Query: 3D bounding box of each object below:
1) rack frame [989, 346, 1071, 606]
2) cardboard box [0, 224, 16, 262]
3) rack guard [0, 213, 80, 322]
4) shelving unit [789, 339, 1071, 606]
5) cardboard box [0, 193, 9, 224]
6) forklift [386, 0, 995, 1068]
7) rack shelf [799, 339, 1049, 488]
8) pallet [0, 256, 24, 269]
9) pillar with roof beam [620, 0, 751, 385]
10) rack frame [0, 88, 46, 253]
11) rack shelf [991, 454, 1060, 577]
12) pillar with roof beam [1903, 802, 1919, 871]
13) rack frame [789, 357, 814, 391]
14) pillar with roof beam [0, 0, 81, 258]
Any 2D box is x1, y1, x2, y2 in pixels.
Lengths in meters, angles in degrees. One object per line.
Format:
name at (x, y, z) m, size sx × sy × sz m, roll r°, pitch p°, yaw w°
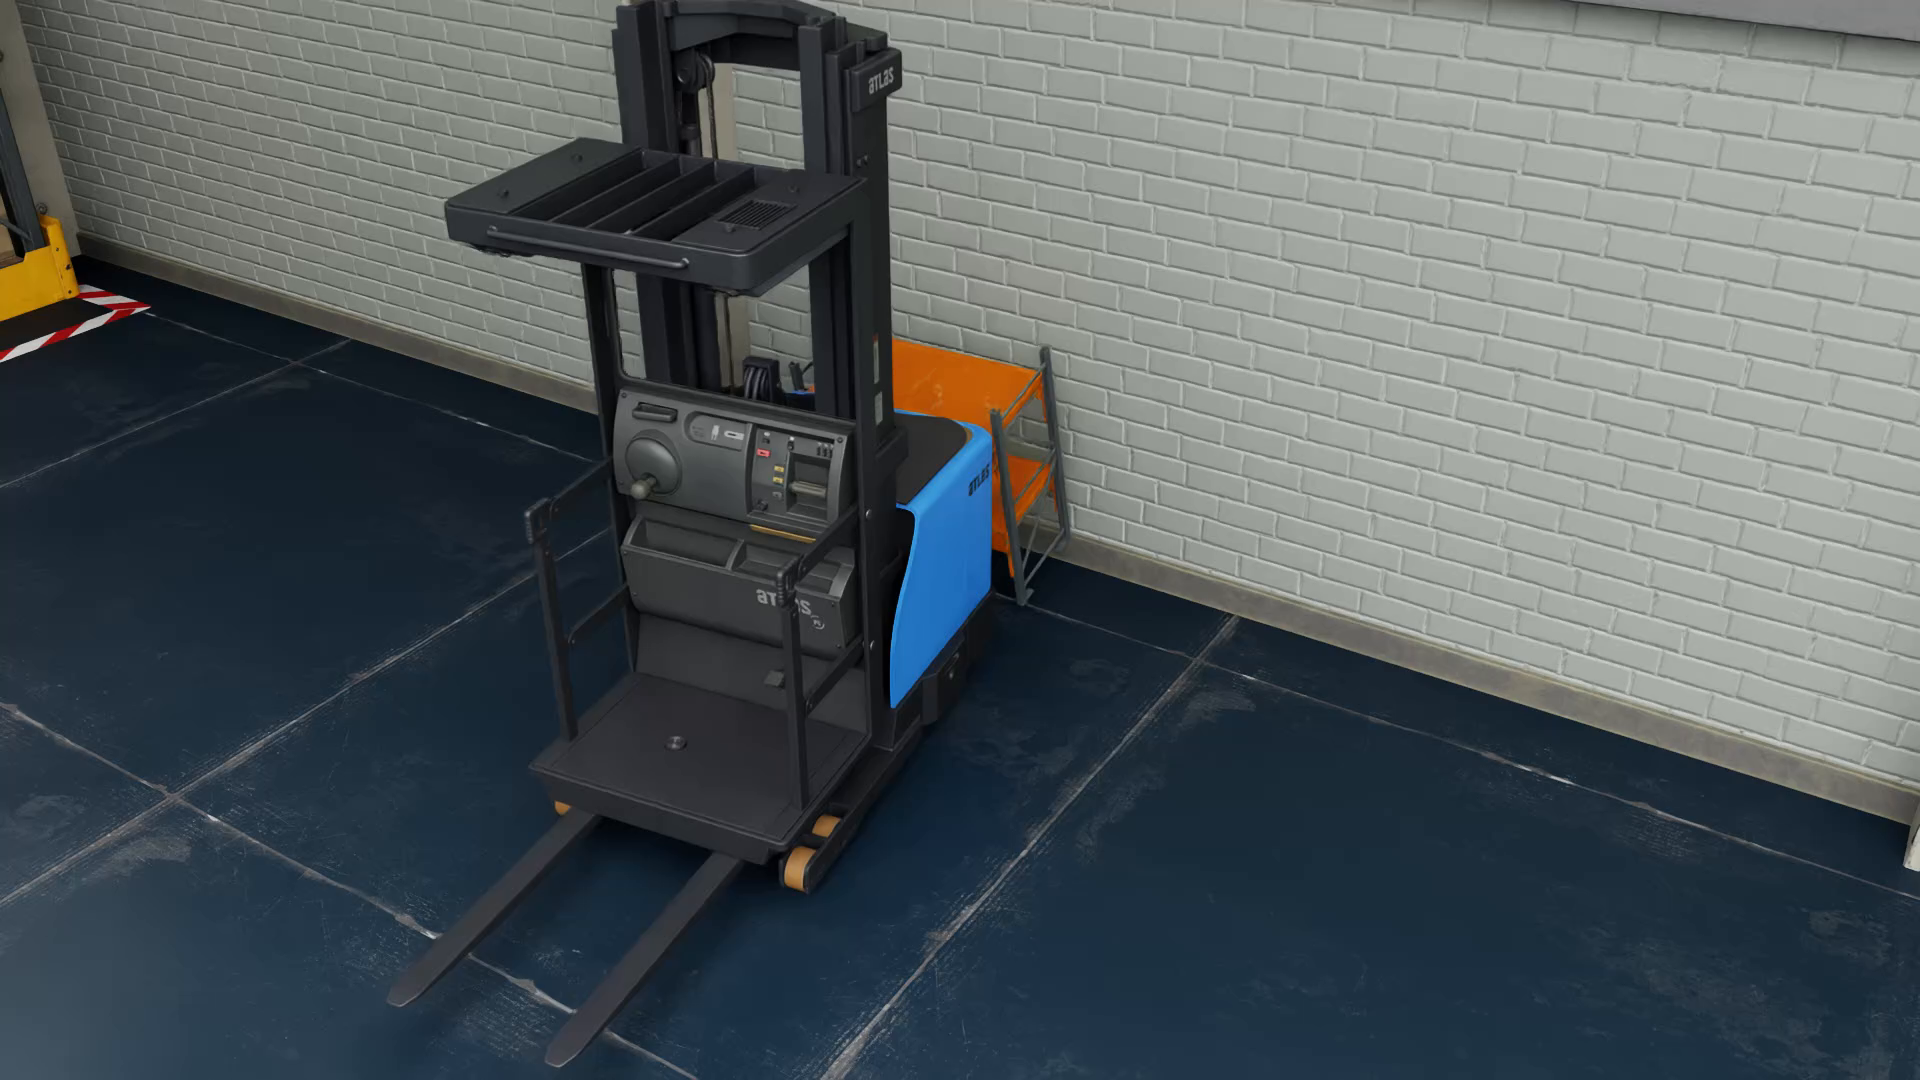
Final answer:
rack frame at (0.327, -0.270, 7.451) m, size 0.032 × 1.125 × 0.500 m, roll 16°, pitch 47°, yaw 26°
cardboard box at (-6.614, -1.949, 10.926) m, size 0.500 × 0.250 × 0.500 m, roll 18°, pitch 35°, yaw 28°
rack guard at (-6.282, -1.654, 10.589) m, size 0.348 × 0.500 × 1.175 m, roll 18°, pitch 35°, yaw 27°
shelving unit at (-0.113, -0.394, 7.674) m, size 1.048 × 1.125 × 0.538 m, roll 16°, pitch 47°, yaw 26°
cardboard box at (-6.590, -2.165, 10.799) m, size 0.500 × 0.250 × 0.500 m, roll 18°, pitch 35°, yaw 28°
forklift at (-0.908, -0.233, 5.741) m, size 1.130 × 2.935 × 3.031 m, roll 13°, pitch 33°, yaw 20°
rack shelf at (-0.150, -0.610, 7.480) m, size 1.000 × 0.278 × 0.538 m, roll 16°, pitch 47°, yaw 26°
pallet at (-6.972, -1.723, 10.994) m, size 1.213 × 0.211 × 1.003 m, roll 18°, pitch 35°, yaw 27°
pillar with roof beam at (-3.620, -2.458, 3.533) m, size 0.400 × 9.000 × 9.100 m, roll 18°, pitch 35°, yaw 27°
rack frame at (-6.302, -2.740, 9.970) m, size 0.127 × 3.000 × 1.000 m, roll 18°, pitch 35°, yaw 27°
rack shelf at (-0.082, -0.213, 7.836) m, size 1.000 × 0.278 × 0.538 m, roll 16°, pitch 47°, yaw 26°
pillar with roof beam at (1.462, -0.851, 0.778) m, size 0.400 × 9.000 × 9.100 m, roll 18°, pitch 35°, yaw 27°
rack frame at (-0.553, -0.517, 7.896) m, size 0.032 × 1.125 × 0.500 m, roll 16°, pitch 47°, yaw 26°
pillar with roof beam at (-8.701, -4.065, 6.288) m, size 0.400 × 9.000 × 9.100 m, roll 18°, pitch 35°, yaw 27°
